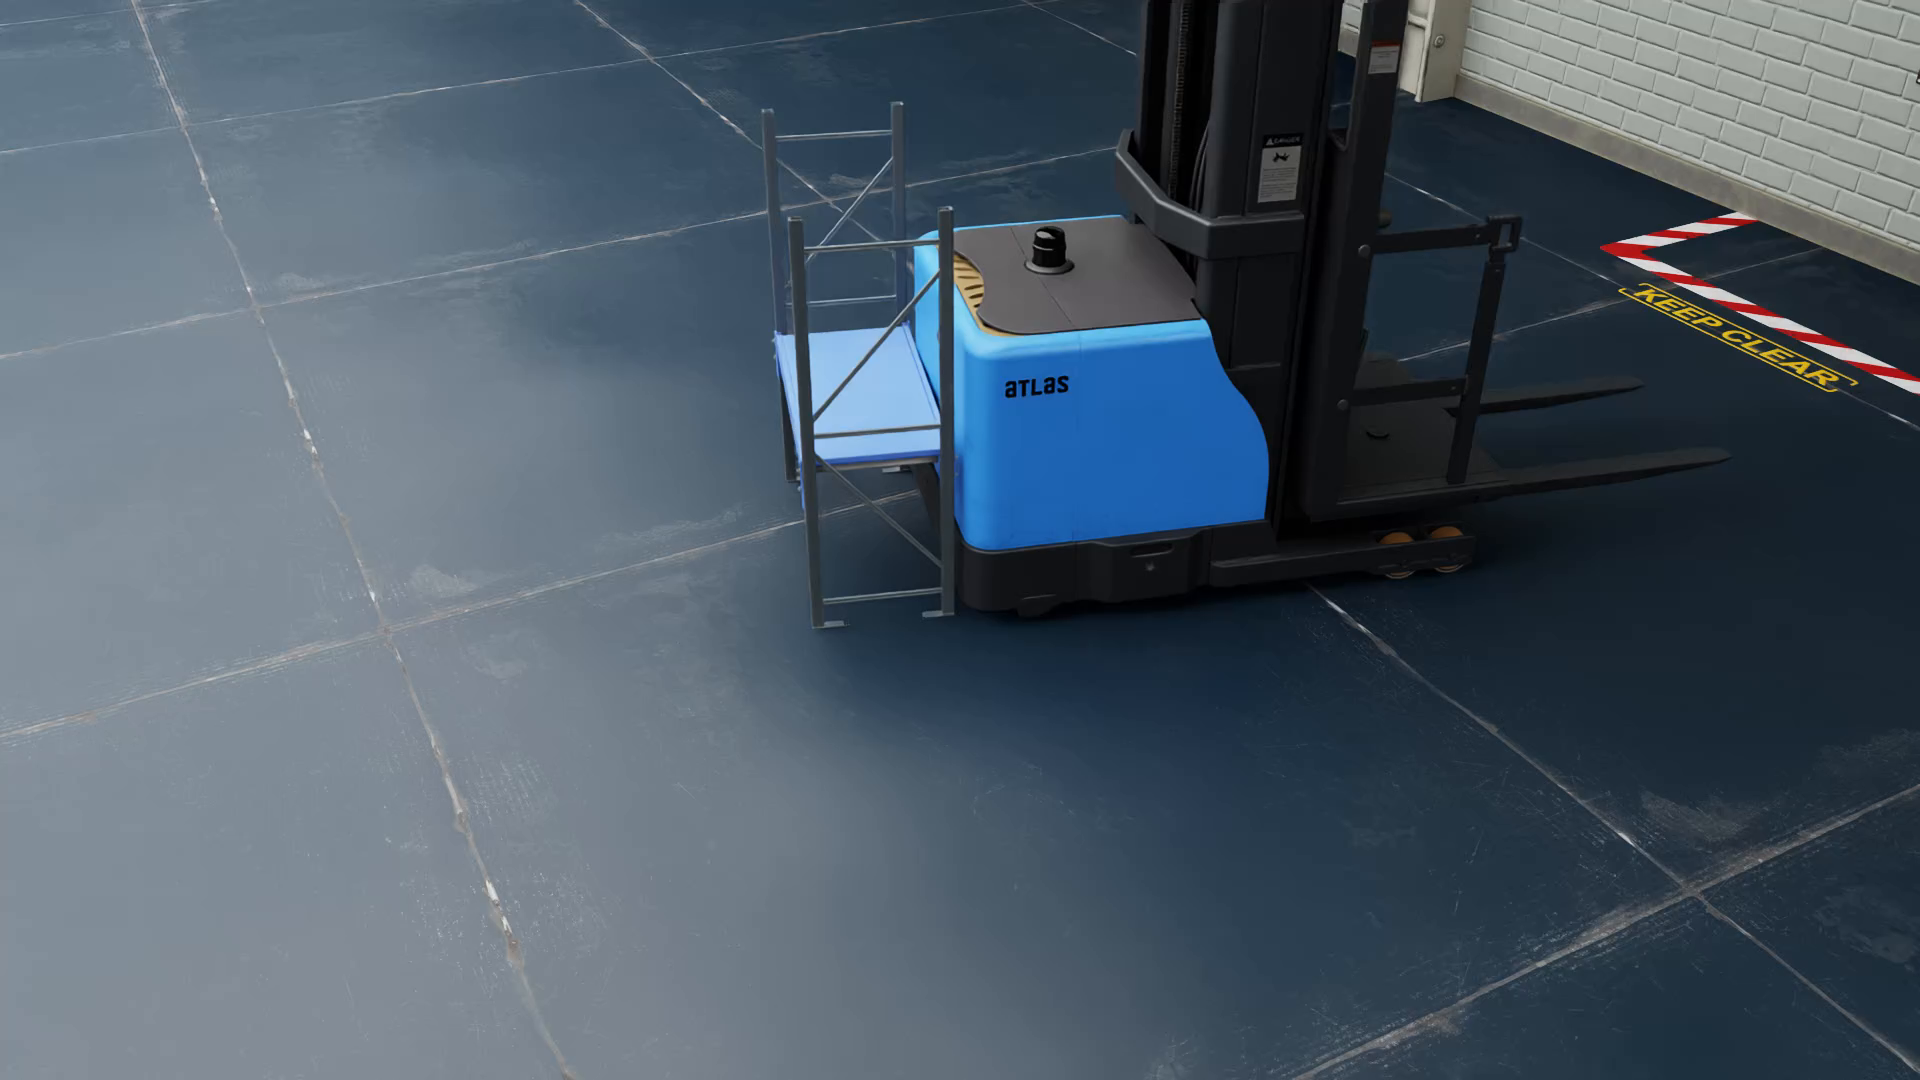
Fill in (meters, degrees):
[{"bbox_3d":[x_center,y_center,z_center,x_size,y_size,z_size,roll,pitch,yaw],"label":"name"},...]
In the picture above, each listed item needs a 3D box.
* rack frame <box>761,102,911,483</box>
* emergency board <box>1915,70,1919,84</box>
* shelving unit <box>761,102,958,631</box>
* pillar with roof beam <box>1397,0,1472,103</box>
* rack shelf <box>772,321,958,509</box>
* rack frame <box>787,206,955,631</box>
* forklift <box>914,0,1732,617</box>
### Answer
[{"bbox_3d":[-0.448,-0.890,6.249,0.500,1.500,0.032,-6,33,-9],"label":"rack frame"},{"bbox_3d":[4.668,-2.518,7.399,0.157,1.169,0.626,-16,36,-23],"label":"emergency board"},{"bbox_3d":[-0.358,-0.620,5.827,0.538,1.500,1.048,-6,33,-9],"label":"shelving unit"},{"bbox_3d":[-0.832,-5.627,6.691,9.100,9.000,0.400,-16,36,-23],"label":"pillar with roof beam"},{"bbox_3d":[-0.358,-0.469,5.925,0.538,0.185,1.000,-6,33,-9],"label":"rack shelf"},{"bbox_3d":[-0.268,-0.350,5.406,0.500,1.500,0.032,-6,33,-9],"label":"rack frame"},{"bbox_3d":[1.393,-1.366,5.665,3.031,2.935,1.130,-7,33,-10],"label":"forklift"}]
